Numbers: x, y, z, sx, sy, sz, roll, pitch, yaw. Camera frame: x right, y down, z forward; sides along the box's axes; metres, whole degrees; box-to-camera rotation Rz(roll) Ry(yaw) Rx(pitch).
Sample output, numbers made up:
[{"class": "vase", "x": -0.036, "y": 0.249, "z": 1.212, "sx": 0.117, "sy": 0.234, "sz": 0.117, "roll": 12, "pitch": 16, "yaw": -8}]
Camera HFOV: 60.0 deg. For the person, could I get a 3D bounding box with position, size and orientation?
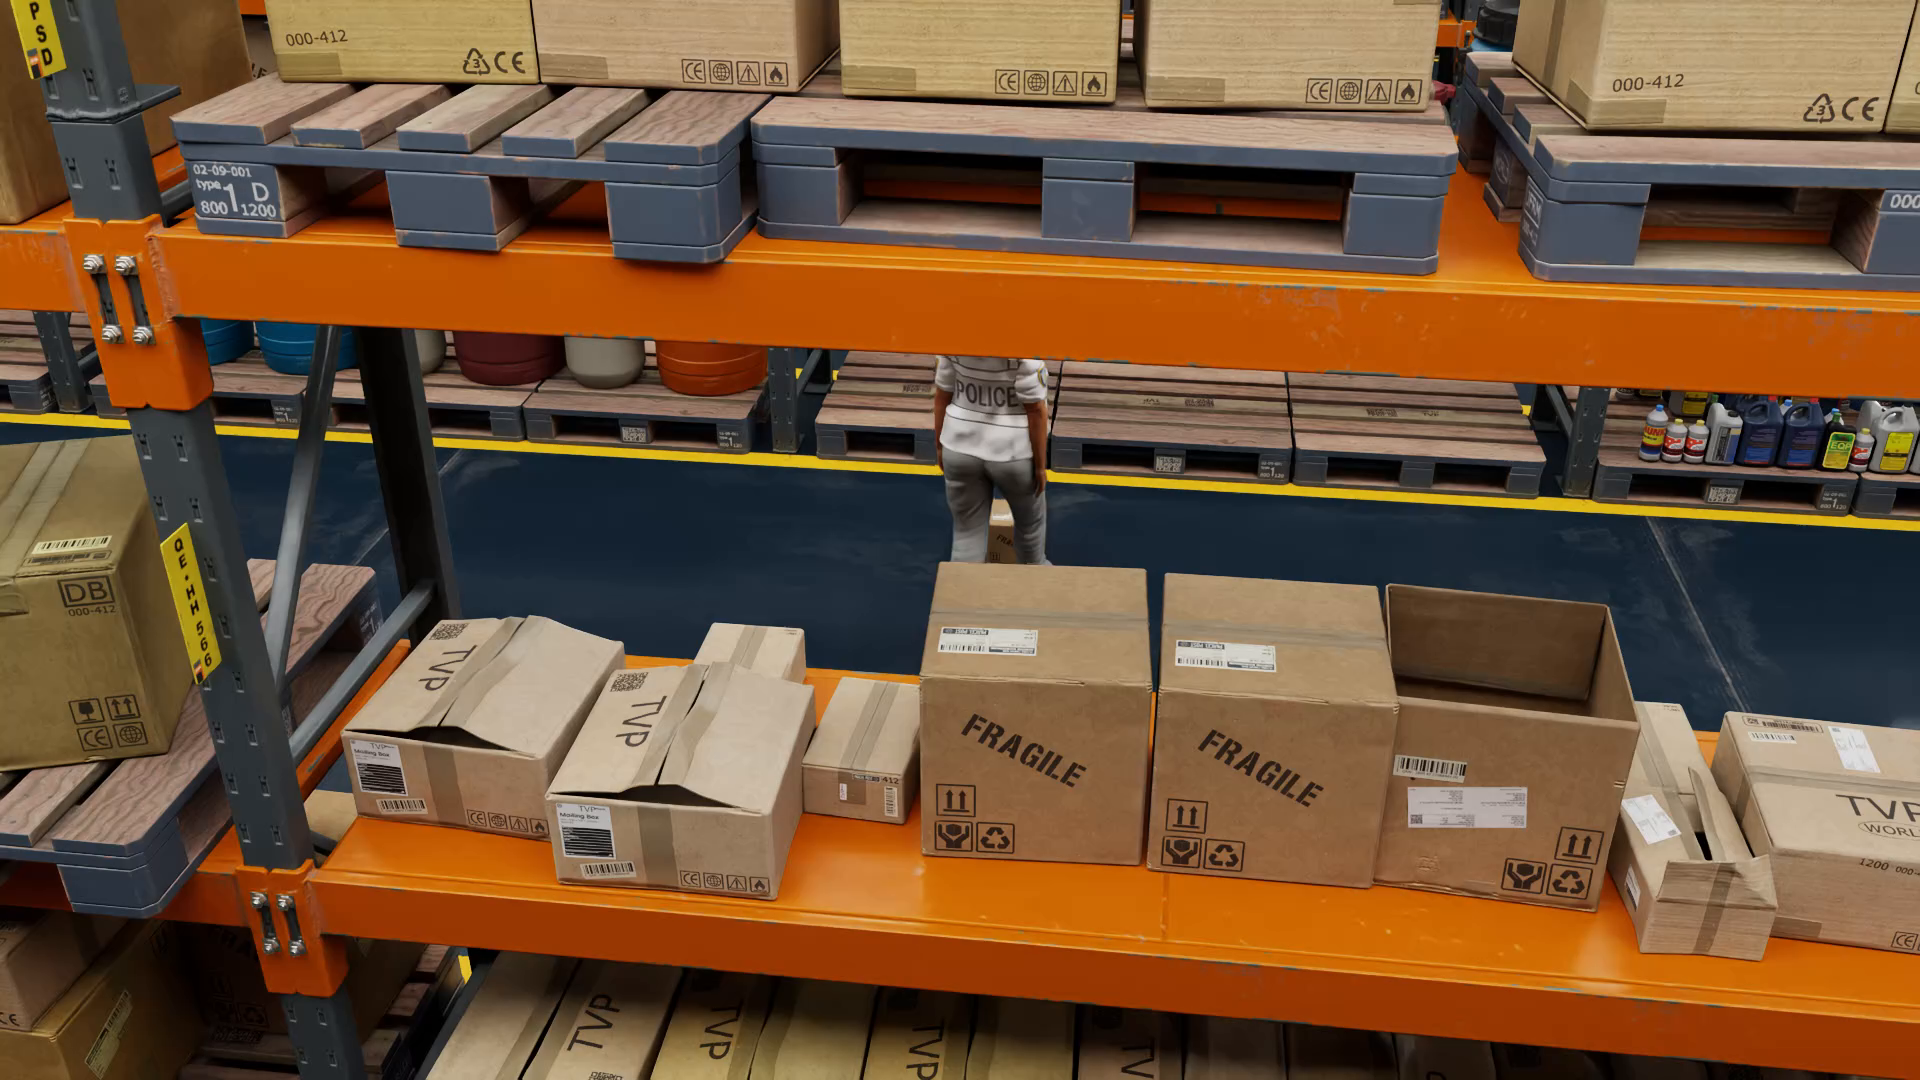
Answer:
[{"class": "person", "x": 0.166, "y": -0.418, "z": 6.887, "sx": 0.487, "sy": 1.647, "sz": 0.695, "roll": 8, "pitch": 30, "yaw": 14}]
